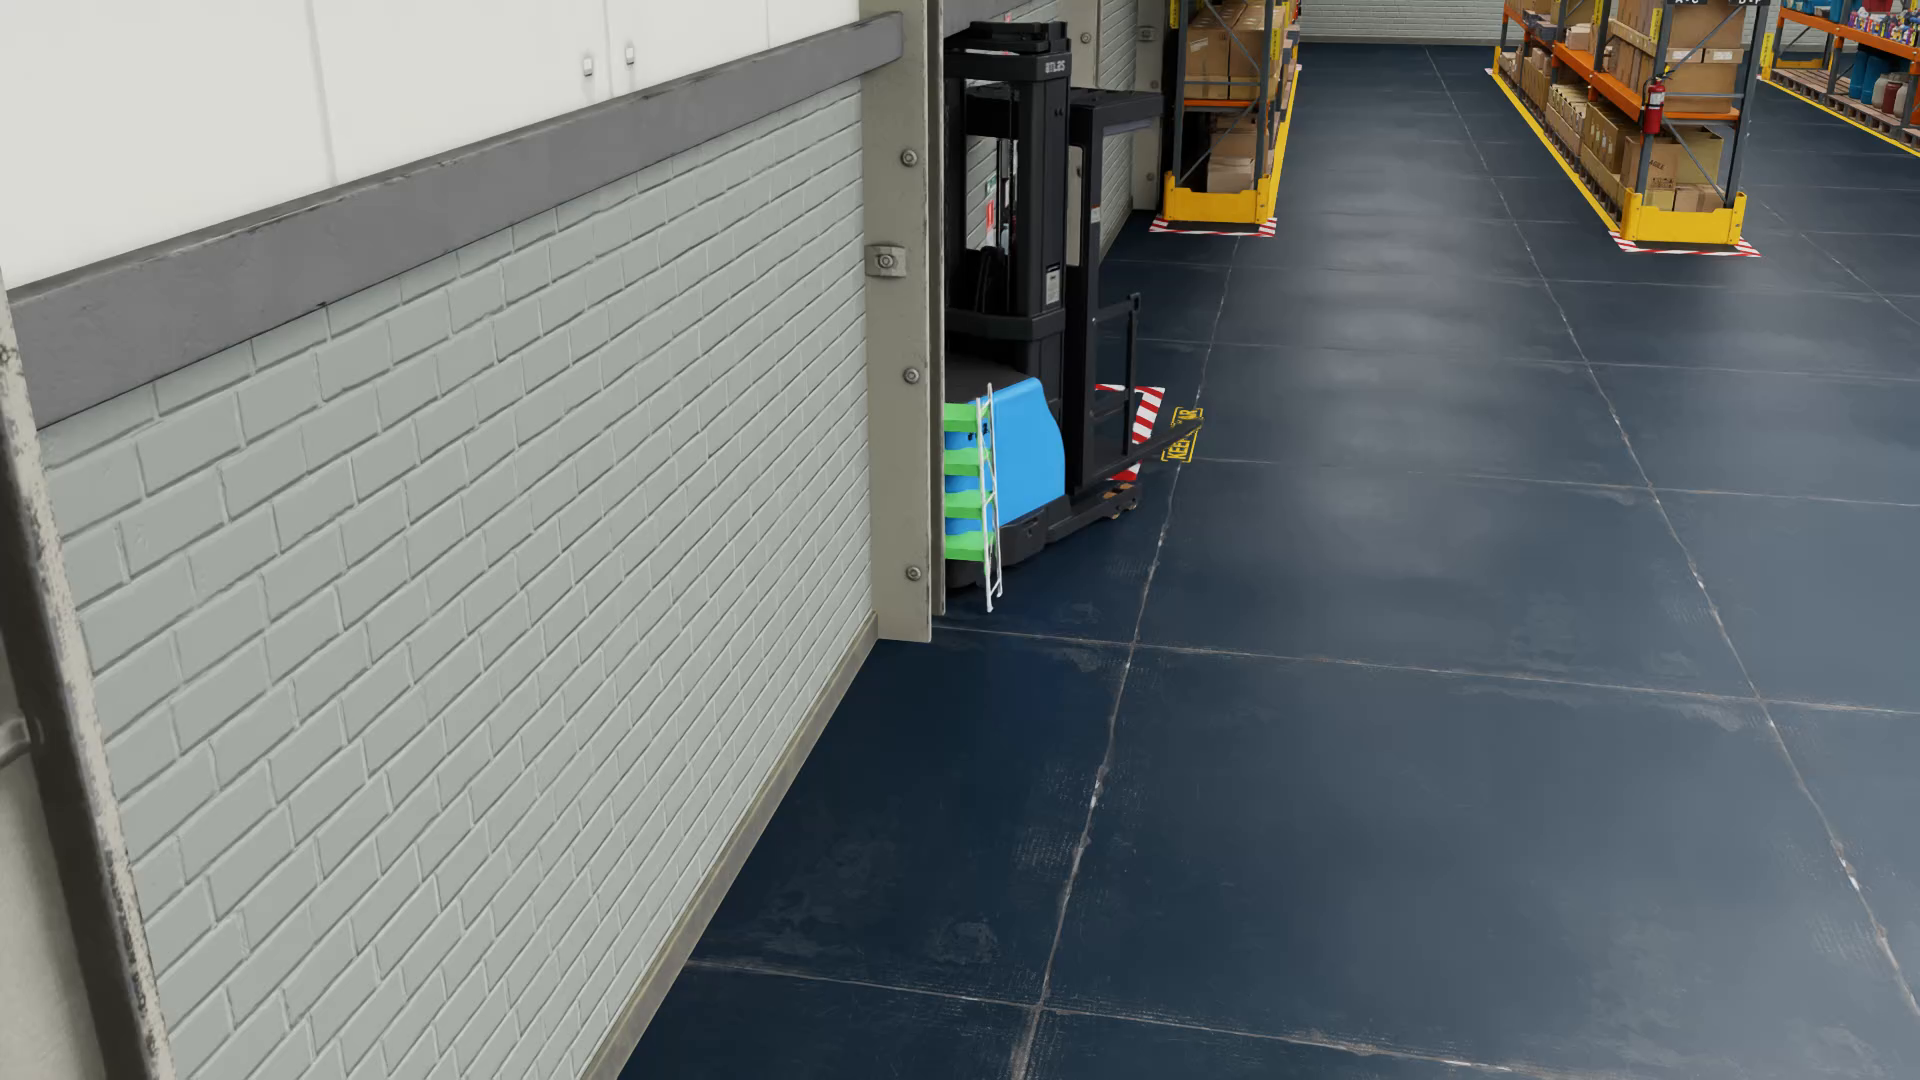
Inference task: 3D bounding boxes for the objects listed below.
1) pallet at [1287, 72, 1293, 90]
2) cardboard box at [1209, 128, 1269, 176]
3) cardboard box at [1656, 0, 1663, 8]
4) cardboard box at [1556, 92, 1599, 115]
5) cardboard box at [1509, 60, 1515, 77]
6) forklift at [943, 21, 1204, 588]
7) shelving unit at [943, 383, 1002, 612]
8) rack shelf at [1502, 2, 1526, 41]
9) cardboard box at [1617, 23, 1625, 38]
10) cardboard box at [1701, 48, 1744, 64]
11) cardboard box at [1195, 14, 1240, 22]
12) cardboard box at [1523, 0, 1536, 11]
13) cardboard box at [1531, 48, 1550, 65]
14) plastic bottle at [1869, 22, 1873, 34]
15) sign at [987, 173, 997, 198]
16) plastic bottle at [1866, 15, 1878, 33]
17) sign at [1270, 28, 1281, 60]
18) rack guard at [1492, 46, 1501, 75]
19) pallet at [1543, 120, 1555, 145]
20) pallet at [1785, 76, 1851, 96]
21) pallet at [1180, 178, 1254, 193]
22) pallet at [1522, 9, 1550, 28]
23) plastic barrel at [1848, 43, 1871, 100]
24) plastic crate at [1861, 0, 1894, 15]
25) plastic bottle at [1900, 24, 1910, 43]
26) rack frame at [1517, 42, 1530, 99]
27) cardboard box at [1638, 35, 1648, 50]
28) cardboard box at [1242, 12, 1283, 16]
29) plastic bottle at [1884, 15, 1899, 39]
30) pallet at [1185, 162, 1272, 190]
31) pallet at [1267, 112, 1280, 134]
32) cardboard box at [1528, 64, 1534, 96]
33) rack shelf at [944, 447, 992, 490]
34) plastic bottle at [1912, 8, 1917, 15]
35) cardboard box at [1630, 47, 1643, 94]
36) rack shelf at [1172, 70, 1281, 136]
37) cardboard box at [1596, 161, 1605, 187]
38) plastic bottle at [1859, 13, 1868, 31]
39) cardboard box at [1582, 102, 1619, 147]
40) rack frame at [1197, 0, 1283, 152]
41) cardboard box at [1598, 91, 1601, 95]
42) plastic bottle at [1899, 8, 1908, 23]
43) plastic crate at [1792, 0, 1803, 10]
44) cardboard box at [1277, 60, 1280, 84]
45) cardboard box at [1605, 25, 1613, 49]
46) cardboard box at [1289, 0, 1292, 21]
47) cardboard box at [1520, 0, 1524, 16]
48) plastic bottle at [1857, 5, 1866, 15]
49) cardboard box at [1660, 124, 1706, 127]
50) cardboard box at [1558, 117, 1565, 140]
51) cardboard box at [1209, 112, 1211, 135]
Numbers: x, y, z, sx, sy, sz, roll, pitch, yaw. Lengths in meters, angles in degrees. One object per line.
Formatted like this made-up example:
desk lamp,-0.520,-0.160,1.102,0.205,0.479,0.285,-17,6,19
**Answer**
pallet,5.564,-8.382,30.383,1.003,0.211,1.213,4,22,11
cardboard box,3.428,-4.778,20.460,0.700,0.500,0.500,3,22,8
cardboard box,7.954,-5.668,18.042,0.700,0.500,0.500,4,22,10
cardboard box,8.767,-6.195,23.589,0.500,0.311,0.500,4,22,9
cardboard box,10.174,-8.488,29.924,0.500,0.311,0.500,4,22,11
forklift,0.474,-1.585,9.865,1.130,2.935,3.031,16,27,34
shelving unit,-0.080,-0.228,8.779,0.503,1.200,0.258,4,25,16
rack shelf,10.591,-9.425,30.202,1.077,0.370,4.000,4,22,11
cardboard box,8.204,-6.178,20.177,0.380,0.149,0.250,4,22,10
cardboard box,8.025,-5.113,17.531,0.380,0.149,0.250,4,22,11
cardboard box,3.088,-6.048,20.024,0.500,0.500,0.500,5,22,12
cardboard box,9.867,-9.112,27.767,0.700,0.500,0.500,-3,22,-7
cardboard box,9.641,-7.895,27.195,0.500,0.250,0.500,5,22,11
plastic bottle,14.324,-8.037,26.059,0.097,0.201,0.097,0,22,0
sign,0.210,-2.310,10.817,0.001,0.109,0.331,4,22,11
plastic bottle,14.374,-8.111,26.145,0.152,0.276,0.135,4,22,11
sign,3.415,-5.375,18.025,0.100,0.325,0.005,4,22,11
rack guard,10.983,-9.302,32.282,1.175,0.500,0.348,4,22,11
pallet,9.160,-5.972,24.400,1.003,0.211,1.213,4,22,11
pallet,15.390,-8.074,29.618,1.003,0.211,1.213,4,22,11
pallet,3.099,-4.043,19.610,1.003,0.211,1.213,4,22,11
pallet,9.913,-8.654,27.583,1.003,0.211,1.213,4,22,11
plastic barrel,14.903,-7.672,27.134,0.600,0.901,0.708,4,22,11
plastic crate,15.459,-9.013,28.051,0.402,0.464,0.583,4,22,11
plastic bottle,14.008,-7.502,24.638,0.097,0.271,0.097,0,22,0
rack frame,10.182,-9.027,28.252,1.000,3.000,0.127,4,22,11
cardboard box,7.888,-5.613,18.774,0.380,0.149,0.250,5,22,12
cardboard box,3.697,-6.202,20.408,0.500,0.500,0.500,4,22,9
plastic bottle,14.186,-7.816,25.310,0.144,0.351,0.185,4,22,11
pallet,3.351,-4.488,20.715,1.003,0.211,1.213,4,22,11
pallet,4.355,-6.361,25.365,1.003,0.211,1.213,4,22,11
cardboard box,9.638,-7.535,27.305,0.500,0.500,0.500,5,22,12
rack shelf,-0.089,-0.389,8.708,0.480,0.148,0.258,4,25,16
plastic bottle,15.164,-8.264,26.424,0.144,0.351,0.185,4,22,11
cardboard box,8.155,-5.421,19.164,0.700,0.500,0.500,5,23,13
rack shelf,3.292,-5.412,20.240,1.077,0.370,4.000,4,22,11
cardboard box,7.848,-4.326,19.697,0.500,0.250,0.500,4,22,11
plastic bottle,14.438,-8.274,26.554,0.097,0.271,0.097,0,22,0
cardboard box,8.149,-5.223,20.921,0.500,0.500,0.500,4,22,11
rack frame,3.700,-6.477,21.921,1.000,3.000,0.127,4,22,11
cardboard box,9.401,-6.343,23.955,0.500,0.311,0.500,4,22,10
plastic bottle,15.022,-8.275,26.451,0.144,0.351,0.185,4,22,11
plastic crate,15.340,-9.755,30.204,0.416,0.233,0.300,4,22,11
cardboard box,3.601,-5.670,20.091,0.500,0.250,0.500,5,22,11
cardboard box,8.830,-6.620,22.141,0.500,0.500,0.500,6,23,15
cardboard box,4.982,-8.483,26.342,0.500,0.500,0.500,5,23,13
cardboard box,10.137,-9.464,29.204,0.500,0.500,0.500,5,22,12
plastic bottle,14.633,-8.506,27.025,0.144,0.351,0.185,4,22,11
cardboard box,8.370,-4.633,19.457,0.500,0.500,0.500,4,22,11
cardboard box,8.665,-5.752,23.239,0.500,0.250,0.500,5,22,12
cardboard box,3.890,-5.985,23.457,0.700,0.500,0.500,4,22,10
